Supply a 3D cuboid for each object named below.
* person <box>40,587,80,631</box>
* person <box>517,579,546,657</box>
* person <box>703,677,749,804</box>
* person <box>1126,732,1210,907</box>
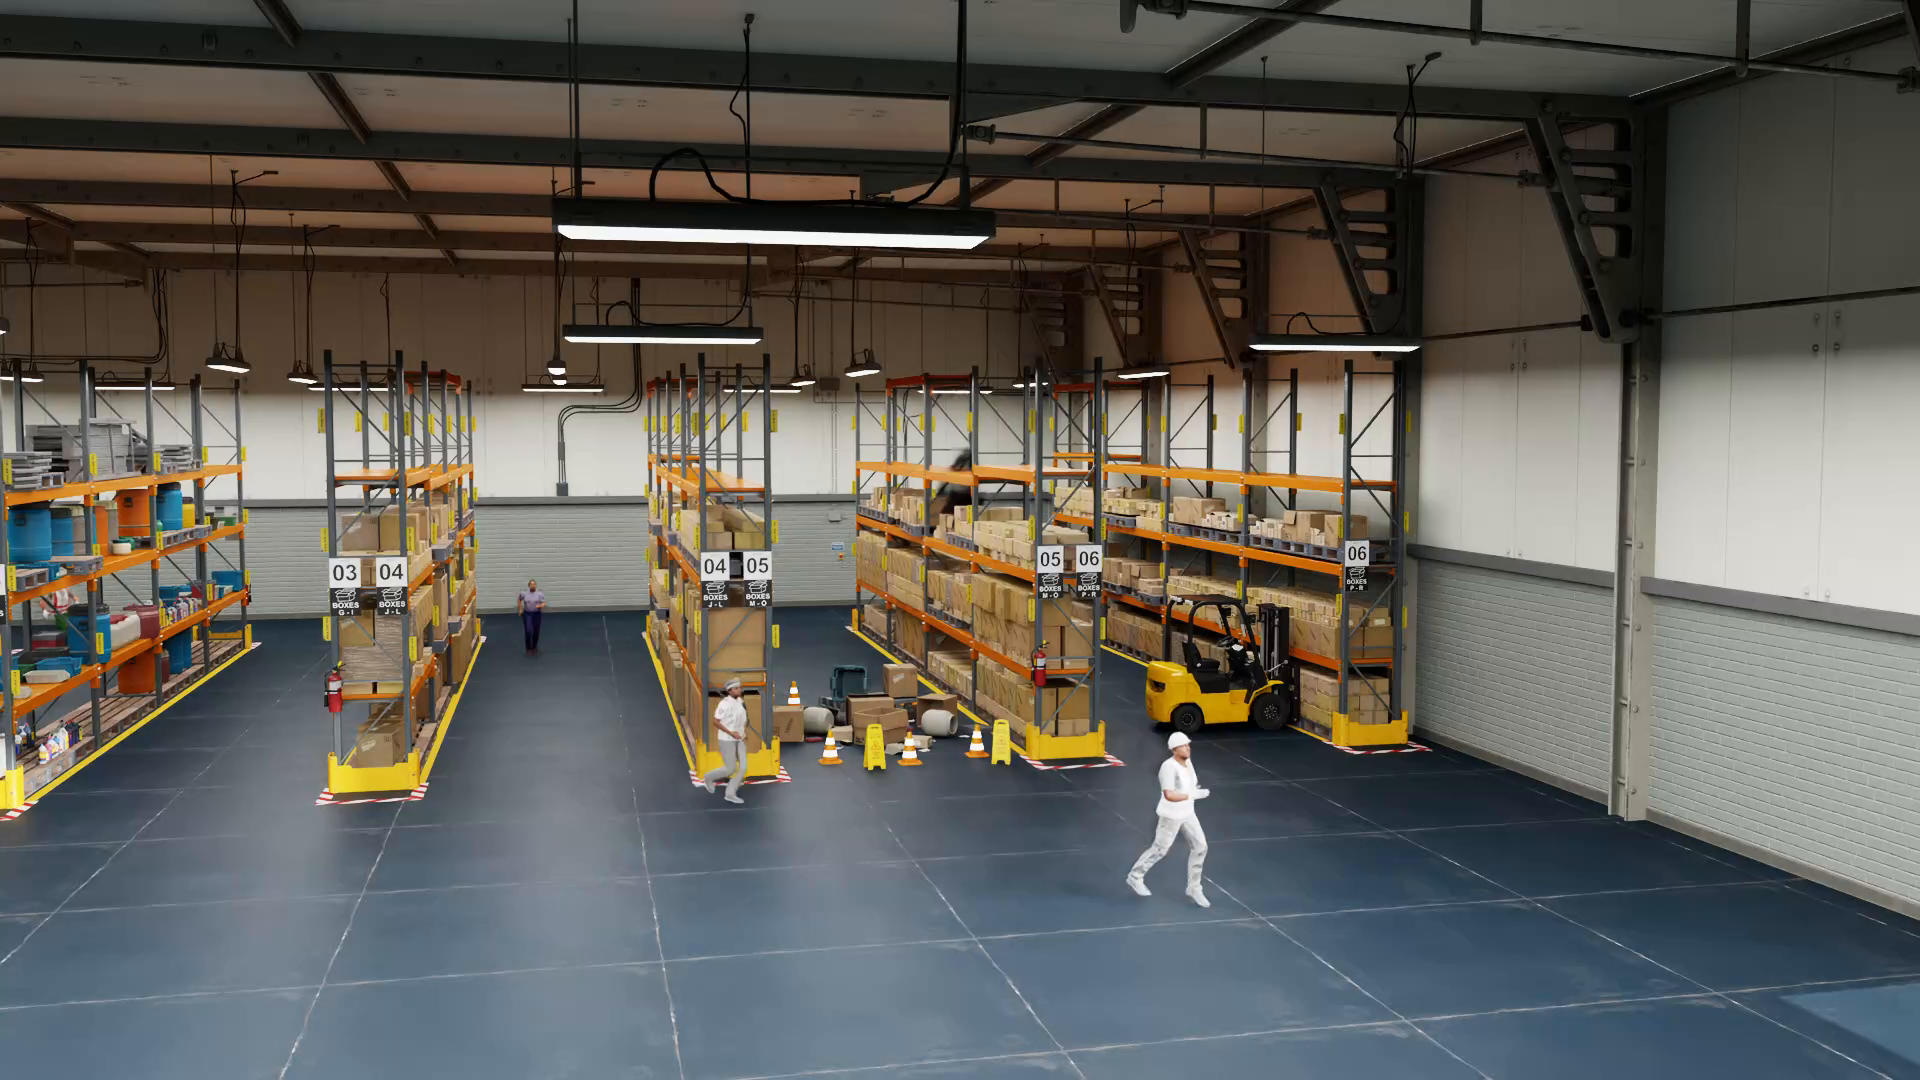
[{"bbox_3d":[-19.715,1.610,36.440,0.609,1.737,0.783,3,5,41],"label":"person"},{"bbox_3d":[-9.244,1.691,35.954,0.571,1.692,0.800,-2,4,-22],"label":"person"},{"bbox_3d":[-3.079,2.645,22.151,0.630,1.659,0.576,2,5,32],"label":"person"},{"bbox_3d":[2.223,2.903,17.392,0.926,1.830,0.695,3,5,36],"label":"person"}]
